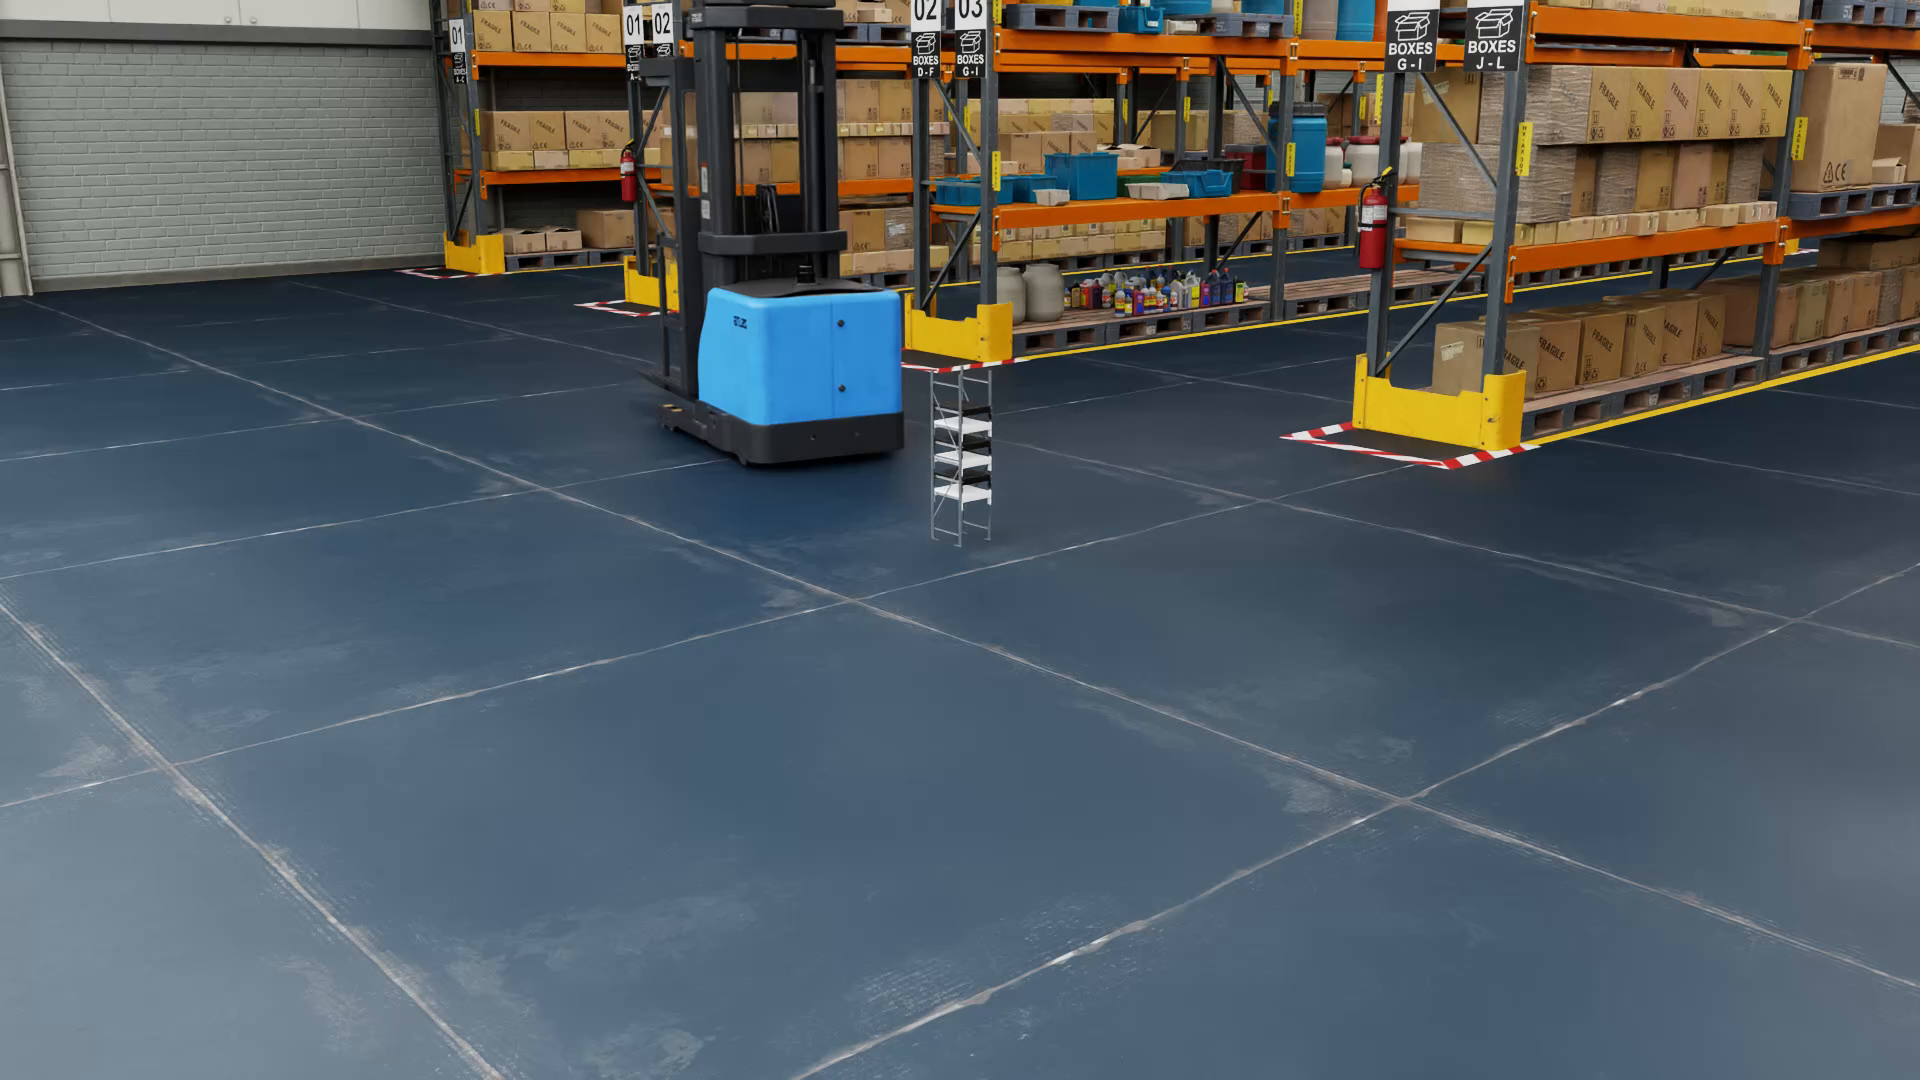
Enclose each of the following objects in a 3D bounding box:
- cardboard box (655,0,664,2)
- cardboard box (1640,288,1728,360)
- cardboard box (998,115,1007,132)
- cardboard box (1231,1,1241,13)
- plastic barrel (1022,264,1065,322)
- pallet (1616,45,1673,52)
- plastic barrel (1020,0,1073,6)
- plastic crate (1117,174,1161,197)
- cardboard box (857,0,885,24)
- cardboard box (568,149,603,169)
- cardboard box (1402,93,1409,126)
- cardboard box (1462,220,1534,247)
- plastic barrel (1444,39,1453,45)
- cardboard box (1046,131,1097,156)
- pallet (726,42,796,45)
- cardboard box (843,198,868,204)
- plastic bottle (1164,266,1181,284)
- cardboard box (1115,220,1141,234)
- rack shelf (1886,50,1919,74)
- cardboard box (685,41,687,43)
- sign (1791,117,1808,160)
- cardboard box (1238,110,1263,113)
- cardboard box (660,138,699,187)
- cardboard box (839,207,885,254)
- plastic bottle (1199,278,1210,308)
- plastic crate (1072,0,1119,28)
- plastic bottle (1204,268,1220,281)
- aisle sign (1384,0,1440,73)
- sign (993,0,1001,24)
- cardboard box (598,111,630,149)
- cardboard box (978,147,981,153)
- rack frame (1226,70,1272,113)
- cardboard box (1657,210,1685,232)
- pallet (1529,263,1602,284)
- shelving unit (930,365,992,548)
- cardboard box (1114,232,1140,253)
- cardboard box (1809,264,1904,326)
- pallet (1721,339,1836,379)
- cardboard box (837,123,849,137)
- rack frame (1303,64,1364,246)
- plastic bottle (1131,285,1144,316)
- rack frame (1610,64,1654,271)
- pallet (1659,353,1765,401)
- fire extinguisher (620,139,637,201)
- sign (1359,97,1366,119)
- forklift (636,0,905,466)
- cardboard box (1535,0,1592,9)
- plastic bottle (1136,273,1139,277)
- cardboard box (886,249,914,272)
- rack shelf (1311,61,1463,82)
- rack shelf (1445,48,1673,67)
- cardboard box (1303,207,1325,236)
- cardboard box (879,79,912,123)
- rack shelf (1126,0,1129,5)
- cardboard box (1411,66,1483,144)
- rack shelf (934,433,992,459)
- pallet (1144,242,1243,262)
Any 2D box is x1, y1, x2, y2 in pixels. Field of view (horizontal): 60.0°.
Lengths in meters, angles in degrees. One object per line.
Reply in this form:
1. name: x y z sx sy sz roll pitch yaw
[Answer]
1. cardboard box: -4.143 -7.485 22.976 0.500 0.500 0.500 -11 19 -36
2. cardboard box: 5.892 -1.770 13.594 0.500 0.500 0.500 -13 20 -41
3. cardboard box: 0.419 -6.726 27.310 0.500 0.500 0.500 -12 19 -38
4. cardboard box: 3.841 -7.668 23.699 0.500 0.500 0.500 -13 19 -39
5. plastic barrel: 0.776 -2.334 15.681 0.421 0.512 0.421 0 15 0
6. pallet: 8.477 -6.360 21.302 1.003 0.211 1.213 -13 19 -39
7. plastic barrel: 0.728 -5.082 14.973 0.600 0.588 0.600 0 15 0
8. plastic crate: 1.760 -3.522 16.532 0.662 0.188 0.450 -13 19 -39
9. cardboard box: -1.240 -6.315 19.855 0.500 0.311 0.500 -14 20 -42
10. cardboard box: -5.205 -5.184 22.597 0.500 0.250 0.500 -13 20 -40
11. cardboard box: 6.684 -6.763 26.125 0.500 0.500 0.500 -13 20 -41
12. cardboard box: 3.574 -2.038 11.052 0.250 0.149 0.380 -13 19 -39
13. plastic barrel: 5.551 -5.987 19.321 0.421 0.512 0.421 0 15 0
14. cardboard box: 1.483 -5.202 22.220 0.500 0.500 0.500 -14 20 -42
15. pallet: -2.999 -7.170 24.331 1.003 0.211 1.213 -13 19 -39
16. cardboard box: -1.847 -5.124 26.110 0.500 0.500 0.700 -13 20 -40
17. plastic bottle: 2.182 -2.648 17.130 0.185 0.351 0.144 -13 19 -39
18. cardboard box: 2.117 -4.361 22.691 0.500 0.311 0.500 -13 20 -40
19. rack shelf: 10.747 -4.953 17.061 4.000 0.370 1.077 -13 19 -39
20. cardboard box: -4.143 -7.018 23.166 0.500 0.500 0.500 14 20 42
21. sign: 6.582 -3.149 13.047 0.005 0.325 0.100 -13 19 -39
22. cardboard box: 5.140 -7.817 31.621 0.700 0.700 0.980 -12 19 -37
23. cardboard box: -2.937 -4.211 18.509 0.500 0.500 0.700 -13 19 -39
24. cardboard box: -1.246 -3.712 19.894 0.500 0.500 0.500 -13 19 -39
25. plastic bottle: 2.432 -2.466 16.580 0.133 0.283 0.061 -11 19 -36
26. plastic crate: 1.192 -4.944 15.667 0.575 0.384 0.392 -13 19 -39
27. plastic bottle: 2.578 -2.595 16.931 0.185 0.351 0.144 -13 19 -39
28. aisle sign: 2.959 -3.461 10.857 0.004 0.787 0.394 -13 19 -39
29. sign: 0.309 -4.467 13.831 0.005 0.325 0.100 -13 19 -39
30. cardboard box: -4.839 -5.630 22.812 0.500 0.500 0.500 -12 19 -38
31. cardboard box: 0.336 -6.374 27.247 0.250 0.149 0.380 -12 19 -38
32. rack frame: 5.518 -7.760 31.991 0.127 3.000 1.000 -13 19 -39
33. cardboard box: 5.110 -2.368 12.291 0.250 0.149 0.380 -13 19 -39
34. pallet: 7.474 -3.477 21.356 1.213 0.211 1.003 -13 19 -39
35. shelving unit: 0.006 -0.436 8.639 0.210 0.900 0.258 -13 20 -39
36. cardboard box: 2.115 -4.091 22.769 0.500 0.250 0.500 -13 20 -40
37. cardboard box: 8.336 -2.303 15.552 0.700 0.500 0.500 14 20 42
38. pallet: 6.807 -1.620 14.405 1.213 0.211 1.003 -13 19 -39
39. cardboard box: -1.501 -4.777 19.372 0.250 0.149 0.380 -12 19 -38
40. rack frame: 5.755 -6.119 25.846 0.127 3.000 1.000 -13 19 -39
41. plastic bottle: 1.707 -2.303 15.970 0.133 0.283 0.061 -12 19 -38
42. rack frame: 9.004 -5.154 22.233 0.127 3.000 1.000 -13 19 -39
43. pallet: 5.737 -1.367 13.458 1.213 0.211 1.003 -13 19 -39
44. fire extinguisher: -3.691 -4.119 18.509 0.183 0.674 0.296 -13 19 -39
45. sign: 6.122 -6.571 25.294 0.005 0.325 0.100 -13 19 -39
46. forklift: -1.492 -2.213 11.356 1.130 2.935 3.031 -8 17 -27
47. cardboard box: 3.736 -3.565 10.762 0.500 0.250 0.500 -12 19 -38
48. plastic bottle: 1.793 -2.591 17.050 0.133 0.283 0.061 -12 19 -37
49. cardboard box: -0.870 -3.434 20.310 0.500 0.250 0.500 -13 19 -39
50. rack shelf: 7.264 -7.560 26.820 4.000 0.370 1.077 -13 19 -39
51. rack shelf: 7.495 -5.917 20.671 4.000 0.370 1.077 -13 19 -39
52. cardboard box: 5.193 -4.902 25.282 0.500 0.500 0.500 -13 19 -39
53. cardboard box: -0.991 -5.277 19.984 0.500 0.500 0.700 -13 20 -39
54. rack shelf: 4.010 -9.779 30.092 4.000 0.370 1.077 -13 19 -39
55. cardboard box: 3.456 -2.973 11.362 0.500 0.500 0.500 -13 19 -39
56. rack shelf: 0.006 -0.491 8.624 0.200 0.077 0.258 -13 20 -39
57. pallet: 3.326 -4.213 24.115 1.213 0.211 1.003 -13 19 -39
